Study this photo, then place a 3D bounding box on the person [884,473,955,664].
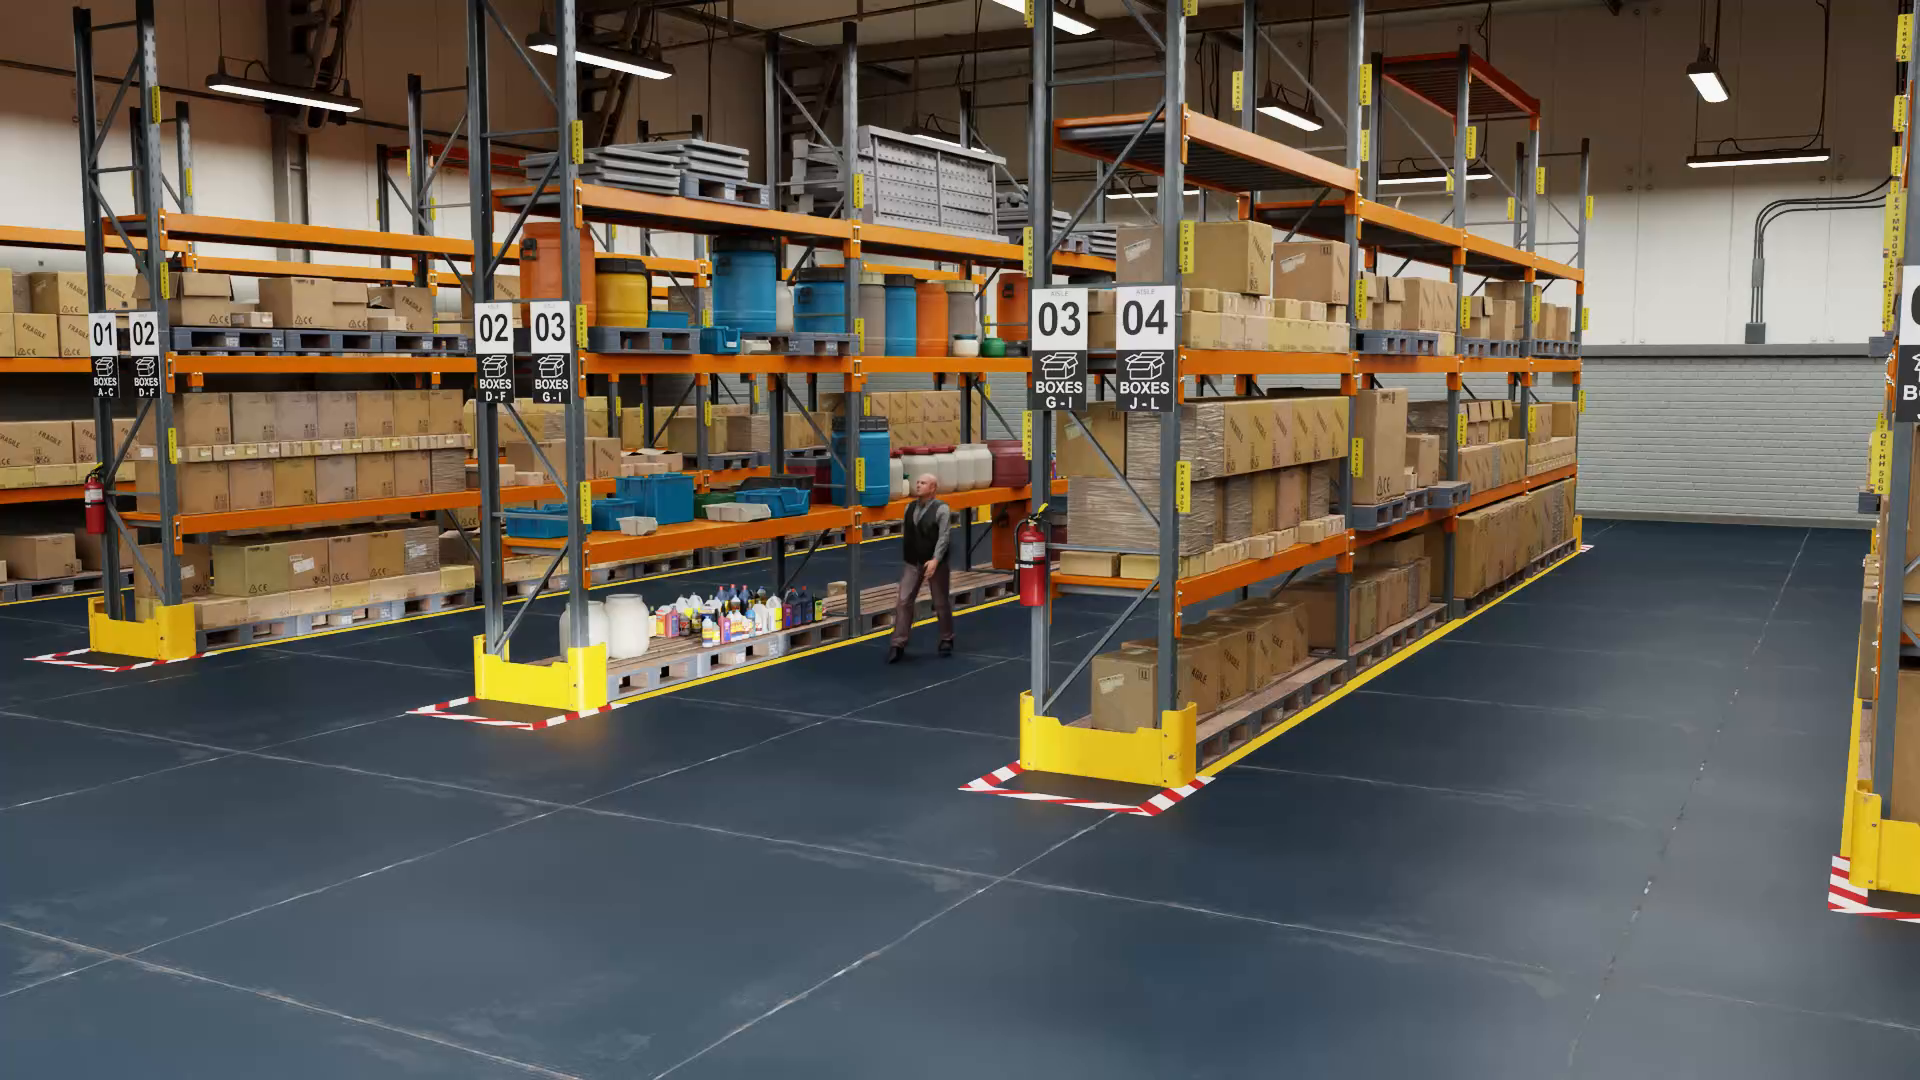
[{"bbox_3d":[-0.343,0.239,15.325,0.539,1.703,0.920,3,7,26],"label":"person"}]
